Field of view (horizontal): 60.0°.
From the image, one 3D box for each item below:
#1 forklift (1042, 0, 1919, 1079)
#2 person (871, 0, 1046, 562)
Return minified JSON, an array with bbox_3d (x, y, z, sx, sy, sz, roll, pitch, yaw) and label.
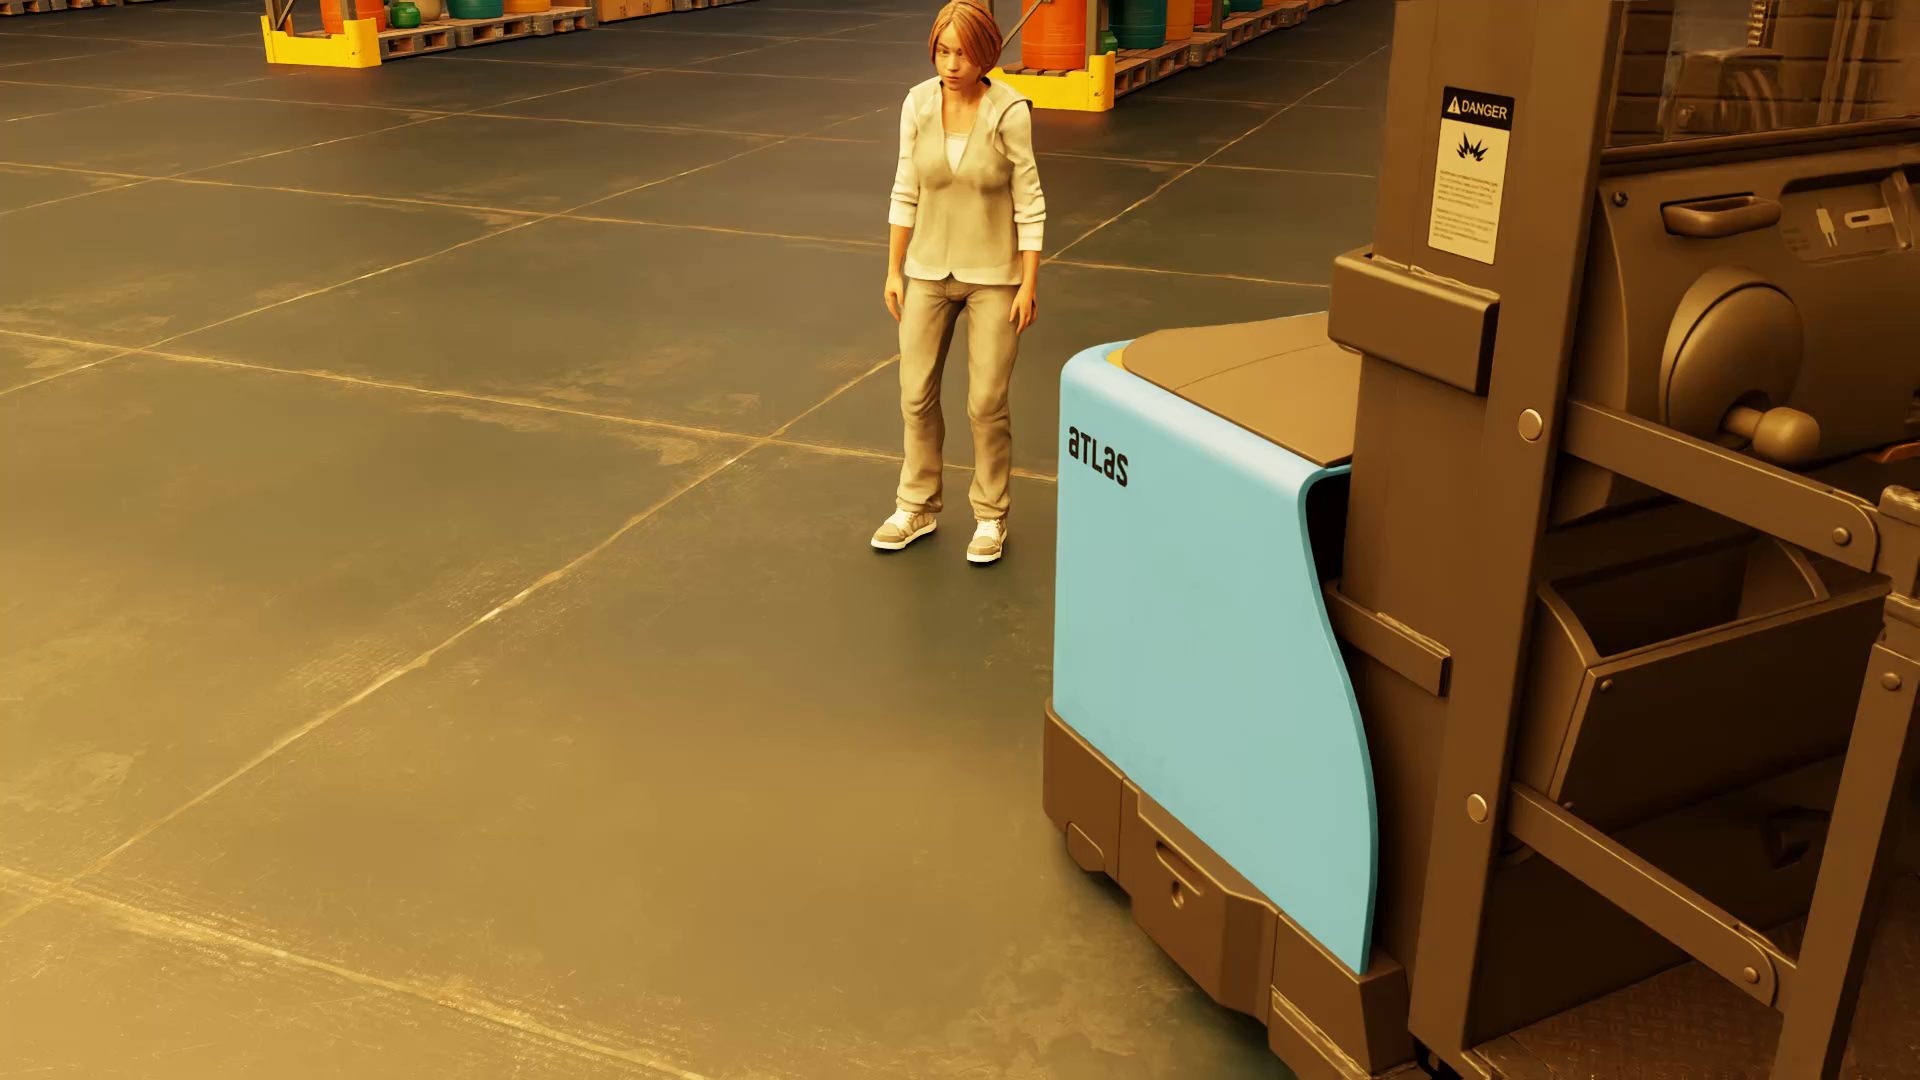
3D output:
[{"bbox_3d":[1.293,-0.308,2.029,1.130,2.935,3.031,-11,25,-25],"label":"forklift"},{"bbox_3d":[0.002,-0.725,4.765,0.481,1.592,0.345,8,24,17],"label":"person"}]
